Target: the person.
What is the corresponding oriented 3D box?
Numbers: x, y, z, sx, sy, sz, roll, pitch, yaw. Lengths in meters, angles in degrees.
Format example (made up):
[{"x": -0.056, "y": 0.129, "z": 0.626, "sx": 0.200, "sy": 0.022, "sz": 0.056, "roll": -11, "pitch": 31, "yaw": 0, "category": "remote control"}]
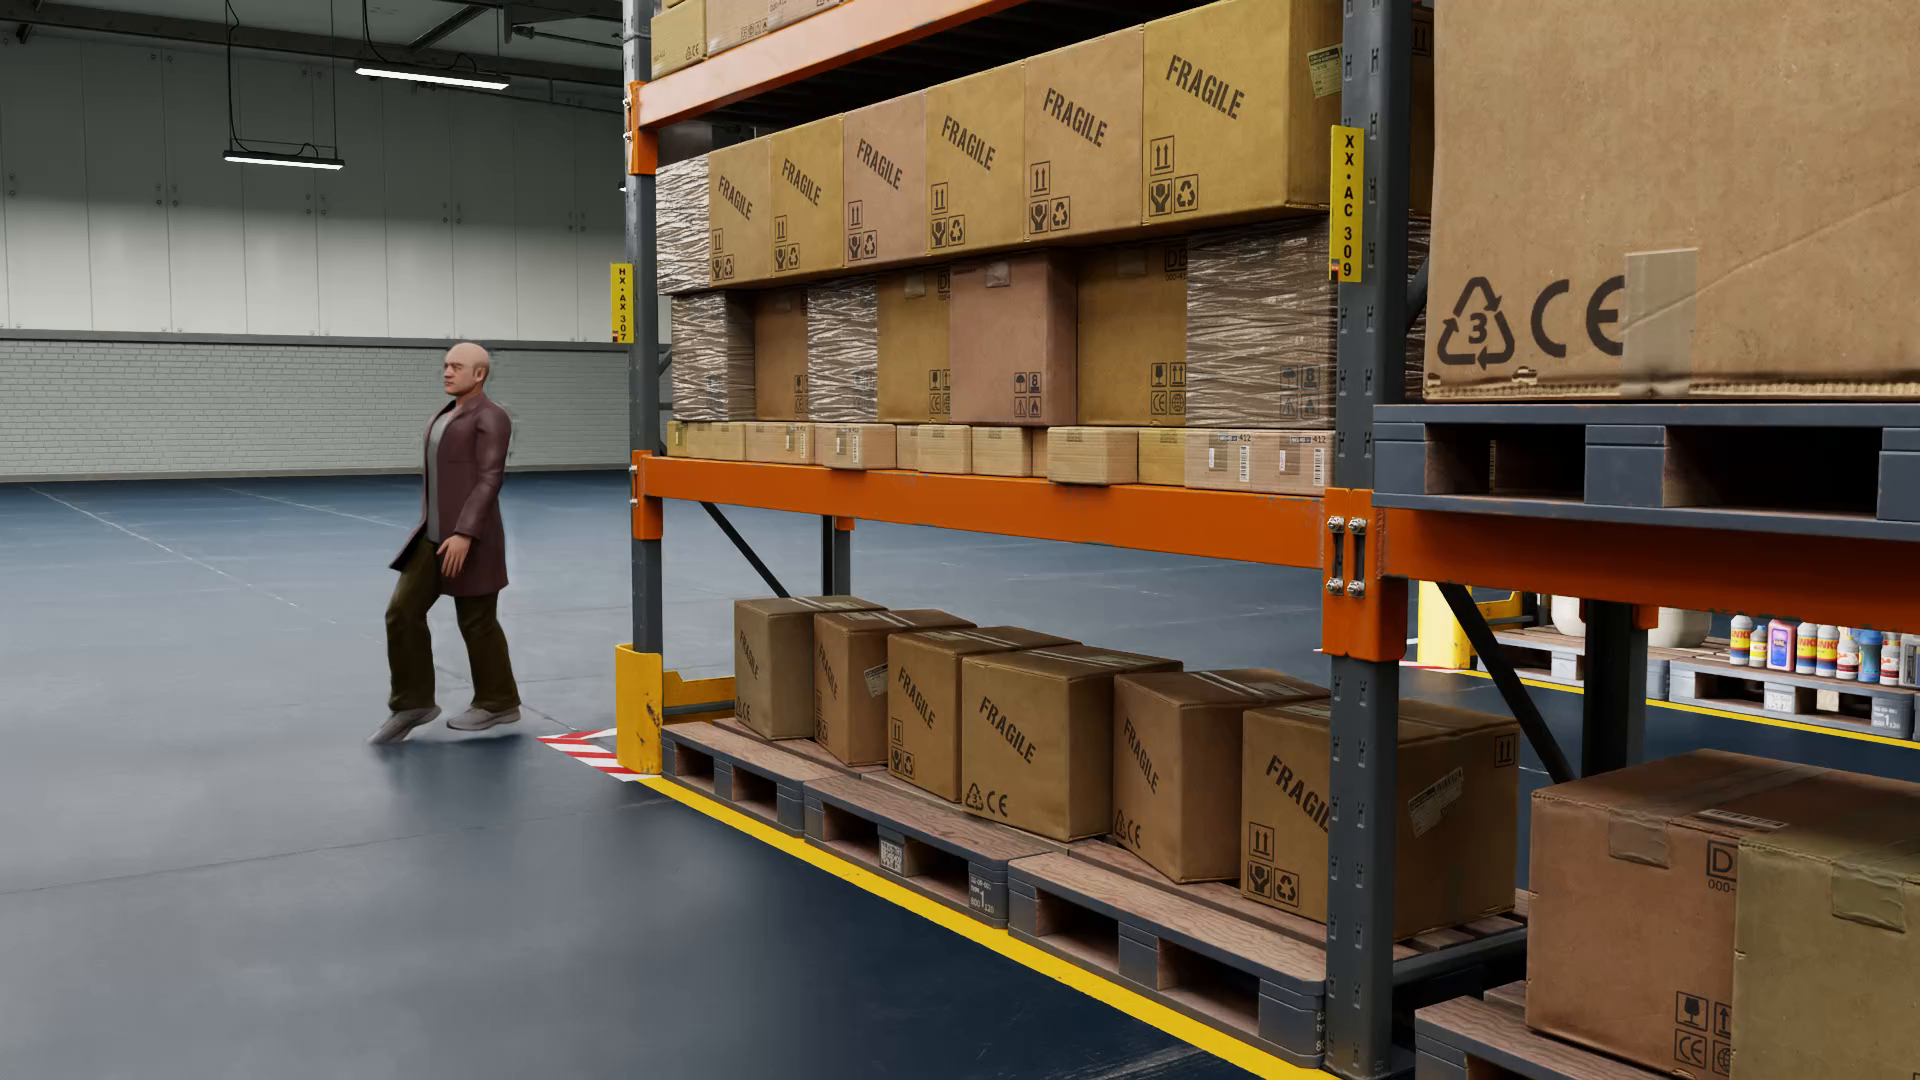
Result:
[{"x": -2.331, "y": 0.024, "z": 7.414, "sx": 0.616, "sy": 1.789, "sz": 0.836, "roll": 4, "pitch": 6, "yaw": 38, "category": "person"}]
